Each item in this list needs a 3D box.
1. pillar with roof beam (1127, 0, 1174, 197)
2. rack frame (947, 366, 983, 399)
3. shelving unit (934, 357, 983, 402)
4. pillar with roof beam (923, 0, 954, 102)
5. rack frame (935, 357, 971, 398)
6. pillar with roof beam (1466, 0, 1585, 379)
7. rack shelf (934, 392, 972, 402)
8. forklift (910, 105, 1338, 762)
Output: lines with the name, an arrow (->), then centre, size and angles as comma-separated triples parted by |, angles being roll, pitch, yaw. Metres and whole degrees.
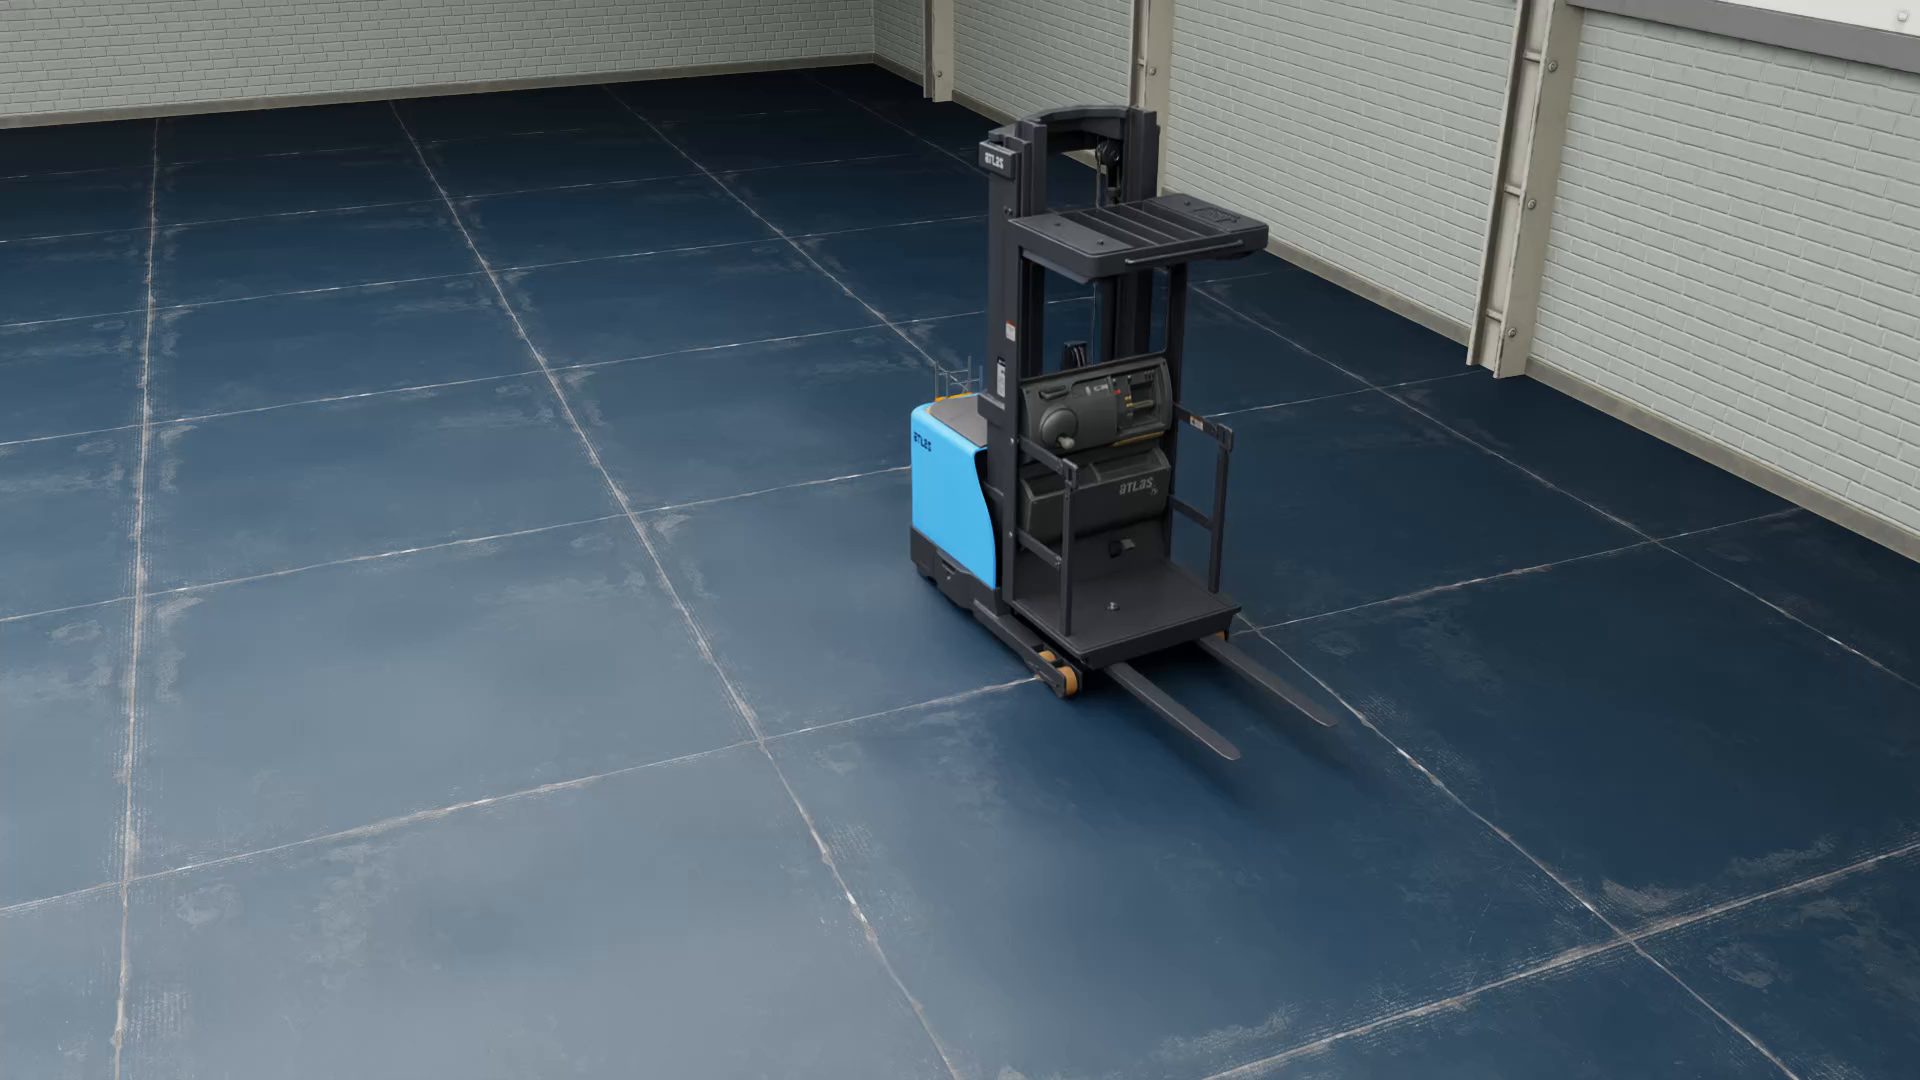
pillar with roof beam -> -1.913, -7.134, 15.104 | 9.100, 9.000, 0.400 | -11, 28, -21
rack frame -> 0.030, -0.508, 10.423 | 0.240, 1.200, 0.006 | -11, 28, -21
shelving unit -> -0.006, -0.545, 10.499 | 0.258, 1.200, 0.189 | -11, 28, -21
pillar with roof beam -> -4.263, -9.556, 20.066 | 9.100, 9.000, 0.400 | -11, 28, -21
rack frame -> -0.042, -0.582, 10.574 | 0.240, 1.200, 0.006 | -11, 28, -21
pillar with roof beam -> 0.437, -4.712, 10.143 | 9.100, 9.000, 0.400 | -11, 28, -21
rack shelf -> -0.006, -0.829, 10.360 | 0.258, 0.103, 0.180 | -11, 28, -21
forklift -> 0.859, -0.696, 8.835 | 1.130, 2.935, 3.031 | -14, 29, -26
